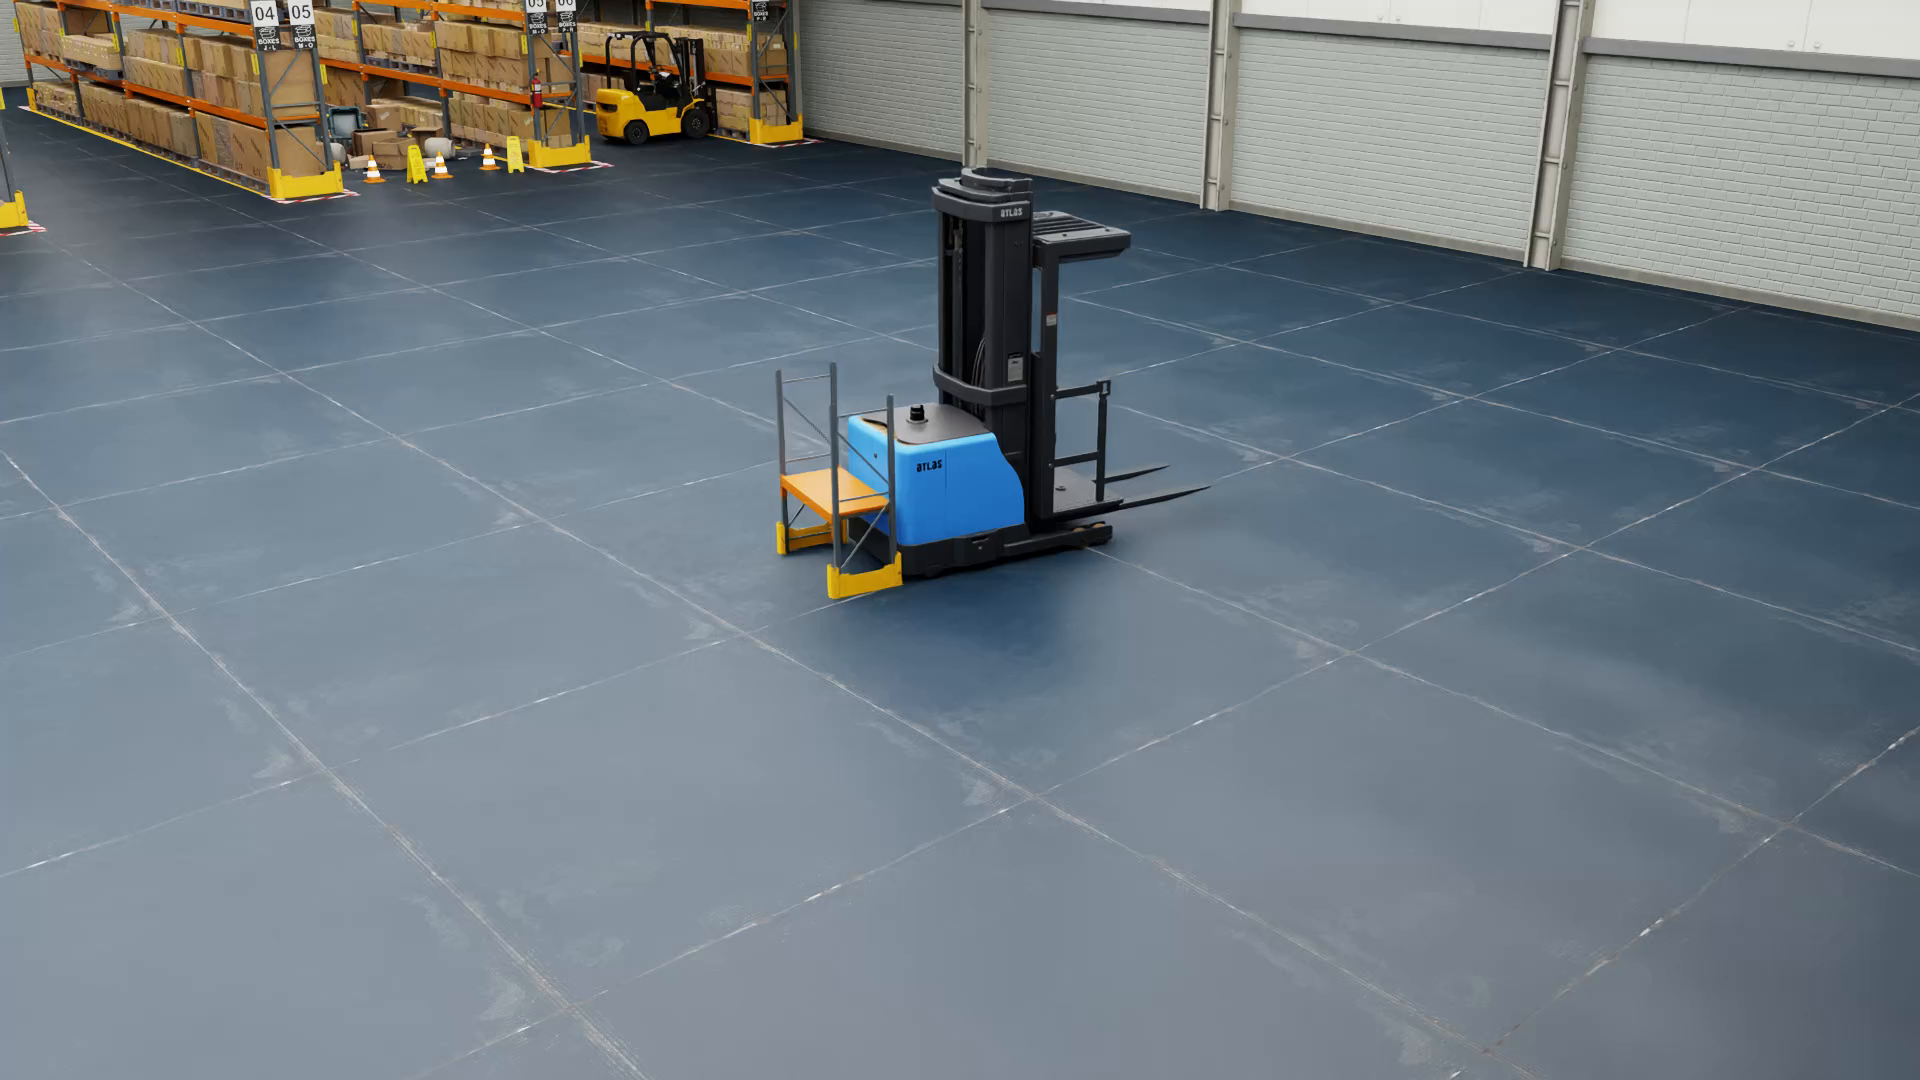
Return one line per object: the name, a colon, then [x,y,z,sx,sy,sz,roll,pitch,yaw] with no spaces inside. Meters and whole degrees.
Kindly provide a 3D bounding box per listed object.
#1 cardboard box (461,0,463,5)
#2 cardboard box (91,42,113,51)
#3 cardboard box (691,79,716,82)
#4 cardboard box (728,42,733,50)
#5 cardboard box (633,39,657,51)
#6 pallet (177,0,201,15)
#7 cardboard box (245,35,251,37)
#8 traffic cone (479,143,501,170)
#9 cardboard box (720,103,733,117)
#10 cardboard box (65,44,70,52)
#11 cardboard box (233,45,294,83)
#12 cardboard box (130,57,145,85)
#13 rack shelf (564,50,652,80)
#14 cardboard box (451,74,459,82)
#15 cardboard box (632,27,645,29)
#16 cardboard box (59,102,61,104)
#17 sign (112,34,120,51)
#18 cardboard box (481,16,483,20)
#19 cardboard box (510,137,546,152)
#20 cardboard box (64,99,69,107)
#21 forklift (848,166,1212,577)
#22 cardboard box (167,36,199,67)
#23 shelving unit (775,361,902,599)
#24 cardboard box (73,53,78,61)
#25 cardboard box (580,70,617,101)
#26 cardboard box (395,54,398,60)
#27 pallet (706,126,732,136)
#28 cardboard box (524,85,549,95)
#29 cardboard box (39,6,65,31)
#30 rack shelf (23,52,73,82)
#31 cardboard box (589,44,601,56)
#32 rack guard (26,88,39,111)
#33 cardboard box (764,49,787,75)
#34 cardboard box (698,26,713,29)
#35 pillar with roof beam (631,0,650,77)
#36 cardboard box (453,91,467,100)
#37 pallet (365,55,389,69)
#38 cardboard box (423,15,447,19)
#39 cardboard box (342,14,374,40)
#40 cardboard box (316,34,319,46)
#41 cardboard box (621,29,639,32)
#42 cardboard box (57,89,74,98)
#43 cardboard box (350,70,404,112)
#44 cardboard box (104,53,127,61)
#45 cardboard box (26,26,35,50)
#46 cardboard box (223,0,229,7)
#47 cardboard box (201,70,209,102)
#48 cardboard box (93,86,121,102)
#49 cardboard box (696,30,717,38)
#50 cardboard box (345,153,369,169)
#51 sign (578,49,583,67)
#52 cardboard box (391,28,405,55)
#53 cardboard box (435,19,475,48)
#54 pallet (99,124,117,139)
cardboard box: [-9.532,-10.550,32.538,0.380,0.149,0.250,-19,28,-39]
cardboard box: [-17.695,-10.193,34.349,0.380,0.149,0.250,-16,27,-36]
cardboard box: [-5.655,-10.035,36.815,0.500,0.250,0.500,-18,28,-38]
cardboard box: [-4.605,-10.303,34.649,0.380,0.149,0.250,-17,27,-36]
cardboard box: [-6.979,-11.118,37.277,0.500,0.250,0.500,-18,28,-39]
pallet: [-13.381,-9.618,29.936,1.003,0.211,1.213,-17,27,-37]
cardboard box: [-17.609,-12.725,41.724,0.500,0.500,0.500,-18,28,-38]
traffic cone: [-8.870,-7.223,31.291,0.336,0.463,0.334,-17,27,-37]
cardboard box: [-4.728,-9.124,35.176,0.500,0.250,0.500,-18,28,-38]
cardboard box: [-19.050,-10.629,35.870,0.380,0.149,0.250,-18,28,-38]
cardboard box: [-11.938,-8.201,28.622,0.875,0.550,0.550,-17,27,-37]
cardboard box: [-16.095,-9.315,33.016,0.500,0.500,0.500,-18,28,-38]
rack shelf: [-7.770,-11.098,38.692,1.077,0.370,4.000,-17,27,-37]
cardboard box: [-10.056,-9.360,33.613,0.380,0.149,0.250,-16,27,-36]
cardboard box: [-7.324,-11.742,38.323,0.380,0.149,0.250,-18,27,-38]
cardboard box: [-20.438,-9.971,38.162,0.380,0.149,0.250,-17,27,-36]
sign: [-16.923,-9.967,33.339,0.100,0.325,0.005,-17,27,-37]
cardboard box: [-12.458,-13.983,43.842,0.500,0.500,0.500,-18,28,-39]
cardboard box: [-8.359,-7.674,32.157,0.500,0.250,0.500,-18,27,-38]
cardboard box: [-19.950,-9.861,37.474,0.380,0.149,0.250,-19,28,-39]
forklift: [0.645,-1.452,13.171,3.031,2.935,1.130,-12,24,-27]
cardboard box: [-14.573,-9.281,31.558,0.700,0.500,0.500,-18,28,-38]
shelving unit: [-0.949,-0.479,12.646,0.587,1.500,1.083,-11,24,-26]
cardboard box: [-18.712,-10.347,35.557,0.380,0.149,0.250,-17,27,-37]
cardboard box: [-8.679,-10.900,39.880,0.875,0.625,0.625,-16,27,-36]
cardboard box: [-11.866,-10.377,35.634,0.380,0.149,0.250,-16,27,-35]
pallet: [-5.177,-9.015,36.211,1.003,0.211,1.213,-17,27,-37]
cardboard box: [-8.018,-8.528,31.489,0.380,0.149,0.250,-16,27,-36]
cardboard box: [-20.306,-11.704,37.337,0.500,0.500,0.500,-17,27,-36]
rack shelf: [-20.434,-10.919,38.236,1.077,0.370,4.000,-17,27,-37]
cardboard box: [-8.305,-11.454,38.821,0.500,0.250,0.500,-19,28,-39]
rack guard: [-21.690,-10.622,39.918,1.175,0.500,0.348,-17,27,-37]
cardboard box: [-3.967,-10.025,34.829,0.500,0.500,0.500,-16,27,-36]
cardboard box: [-5.502,-11.148,36.399,0.380,0.149,0.250,-18,28,-38]
pillar with roof beam: [-10.804,-13.608,35.889,9.100,9.000,0.400,-17,27,-37]
cardboard box: [-10.006,-8.988,33.595,0.380,0.149,0.250,-17,27,-37]
pallet: [-12.288,-10.542,36.549,1.213,0.211,1.003,-17,27,-37]
cardboard box: [-14.206,-14.075,45.104,0.500,0.250,0.500,-17,27,-37]
cardboard box: [-13.370,-11.395,36.957,0.500,0.500,0.500,-18,28,-39]
cardboard box: [-14.700,-11.599,38.505,0.500,0.250,0.500,-17,27,-37]
cardboard box: [-7.430,-11.459,37.600,0.380,0.149,0.250,-19,28,-39]
cardboard box: [-20.280,-10.154,37.814,0.380,0.149,0.250,-19,28,-40]
cardboard box: [-13.222,-10.220,37.801,0.875,0.875,0.875,-18,28,-38]
cardboard box: [-17.185,-9.842,33.859,0.380,0.149,0.250,-17,27,-36]
cardboard box: [-21.288,-11.660,38.596,0.500,0.500,0.500,-17,27,-37]
cardboard box: [-12.266,-9.130,28.199,0.380,0.149,0.250,-17,27,-37]
cardboard box: [-13.281,-8.316,30.396,0.875,0.550,0.550,-17,27,-37]
cardboard box: [-18.168,-9.527,35.518,0.500,0.250,0.500,-16,27,-35]
cardboard box: [-5.405,-10.807,35.529,0.380,0.149,0.250,-17,27,-37]
cardboard box: [-11.390,-7.182,31.456,0.396,0.266,0.258,-12,25,-28]
sign: [-7.201,-9.125,31.481,0.100,0.325,0.005,-17,27,-37]
cardboard box: [-11.698,-10.576,35.254,0.500,0.500,0.500,-19,28,-39]
cardboard box: [-10.100,-10.175,33.434,0.700,0.500,0.500,-18,28,-38]
pallet: [-17.819,-8.851,35.793,1.003,0.211,1.213,-17,27,-37]
